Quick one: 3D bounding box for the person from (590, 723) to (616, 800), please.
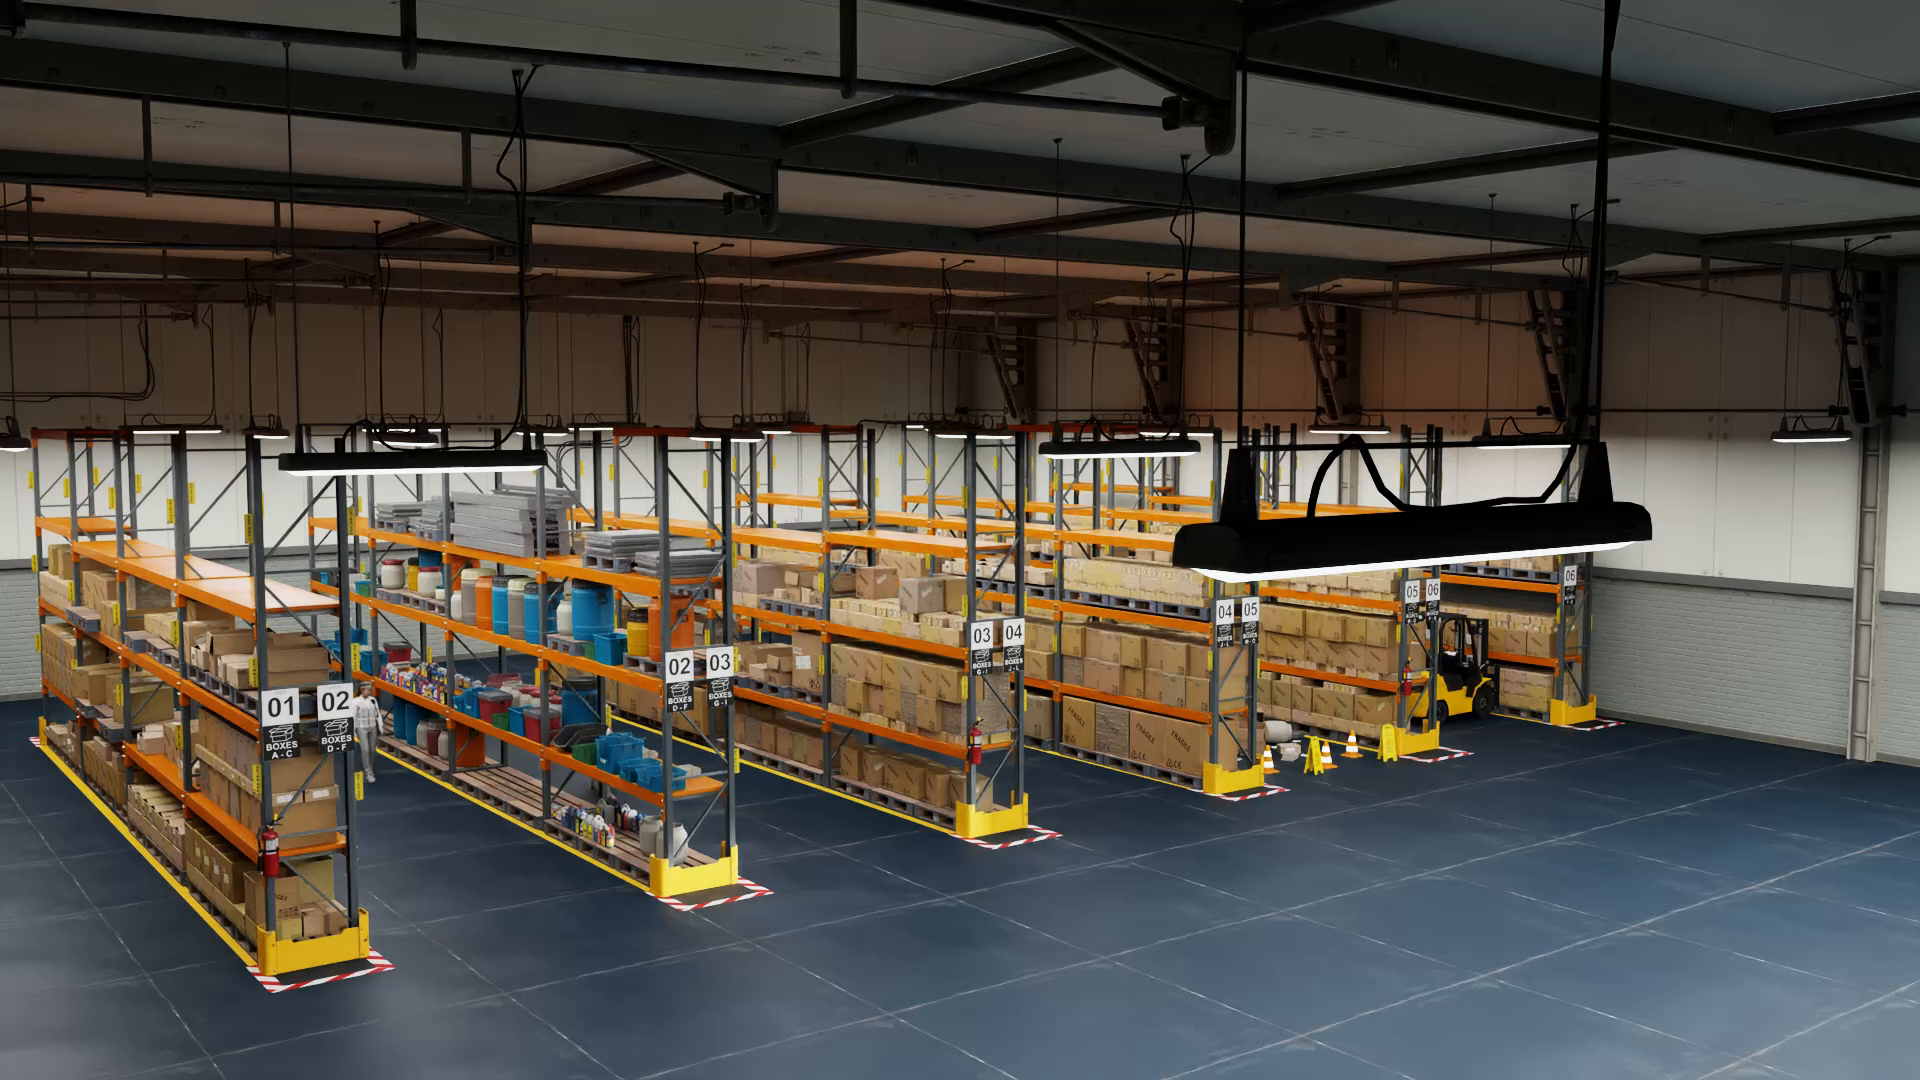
[{"bbox_3d":[-5.850,3.335,27.289,0.780,1.764,0.566,2,5,29],"label":"person"}]

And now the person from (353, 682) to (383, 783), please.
[{"bbox_3d":[-10.112,3.277,28.518,0.516,1.672,0.704,-4,6,-45],"label":"person"}]

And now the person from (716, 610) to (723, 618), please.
[{"bbox_3d":[-6.306,2.169,42.530,0.460,1.635,0.907,4,6,42],"label":"person"}]
